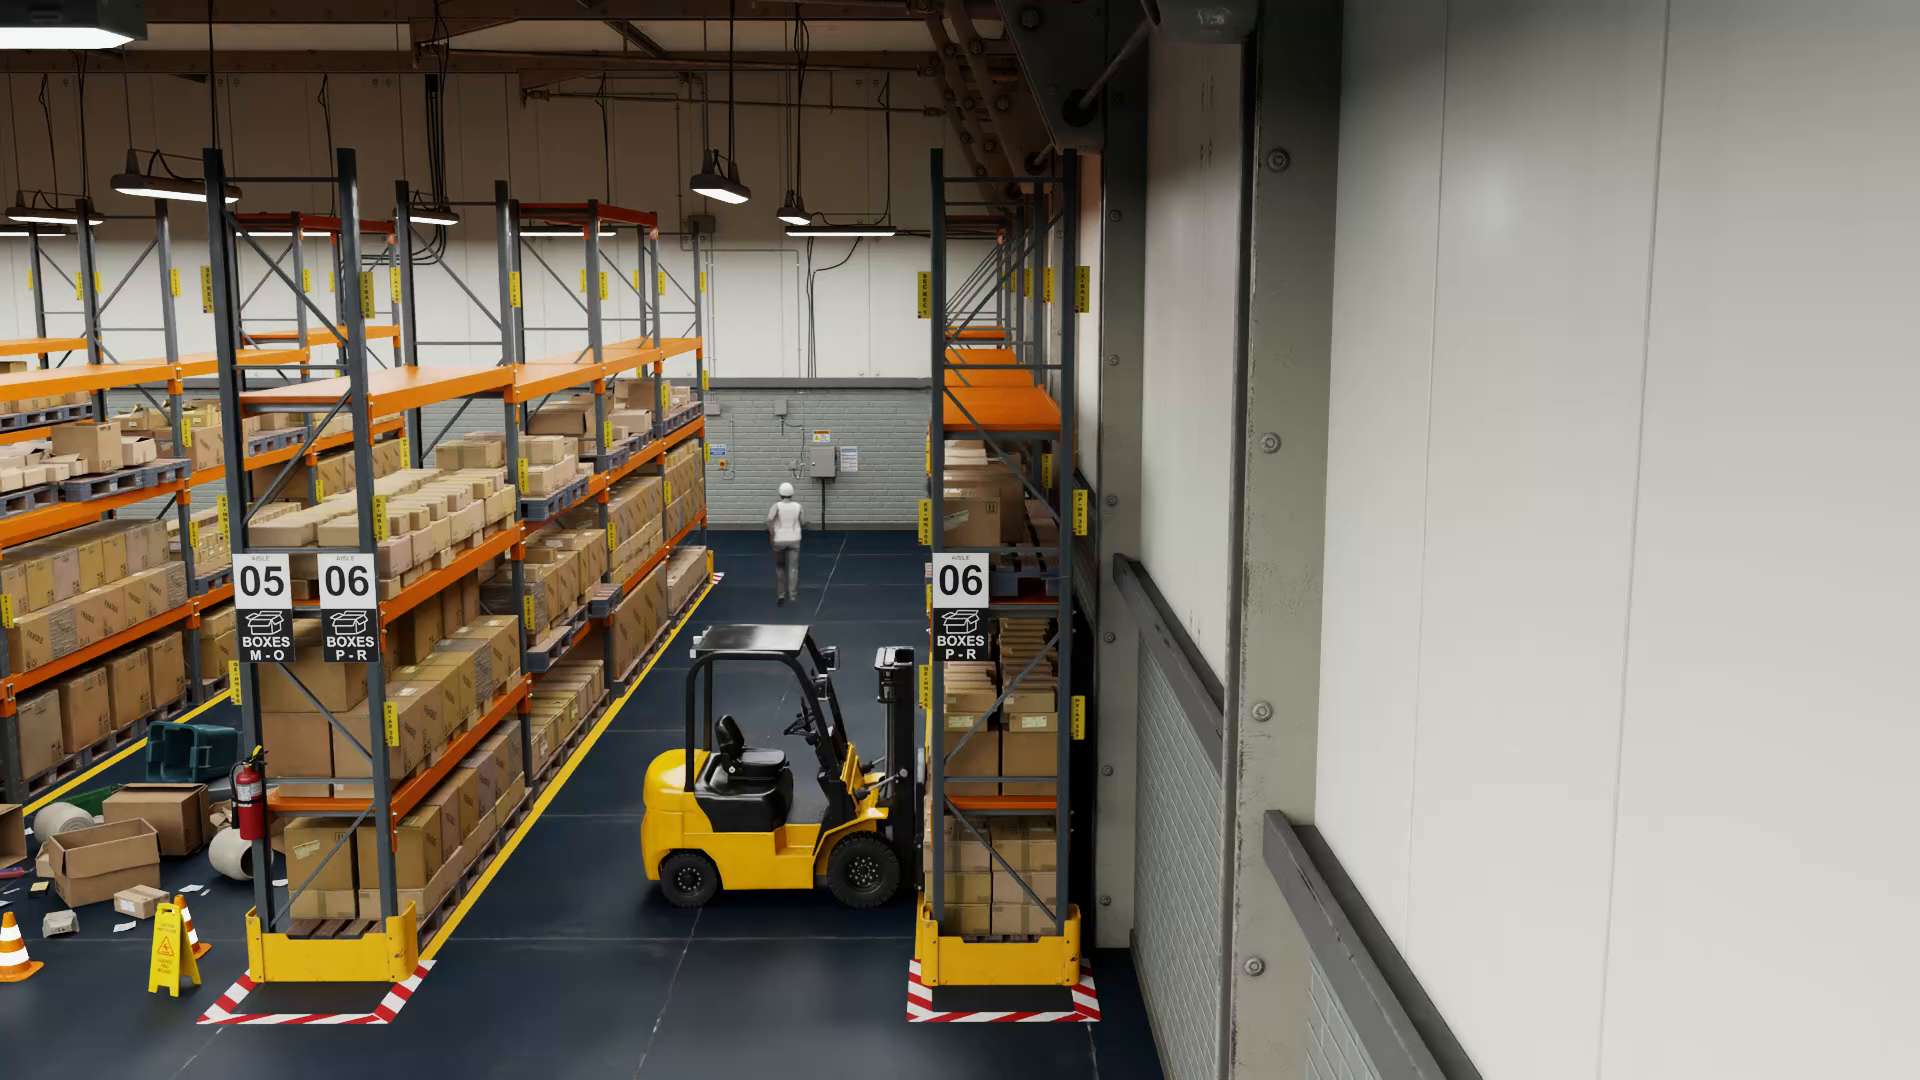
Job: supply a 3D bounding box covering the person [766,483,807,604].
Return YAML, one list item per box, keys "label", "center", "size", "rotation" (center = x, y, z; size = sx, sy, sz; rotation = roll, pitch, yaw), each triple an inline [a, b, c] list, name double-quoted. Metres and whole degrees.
- label: "person"
  center: [-2.562, 0.085, 24.660]
  size: [0.601, 1.873, 0.806]
  rotation: [-1, 9, -6]
